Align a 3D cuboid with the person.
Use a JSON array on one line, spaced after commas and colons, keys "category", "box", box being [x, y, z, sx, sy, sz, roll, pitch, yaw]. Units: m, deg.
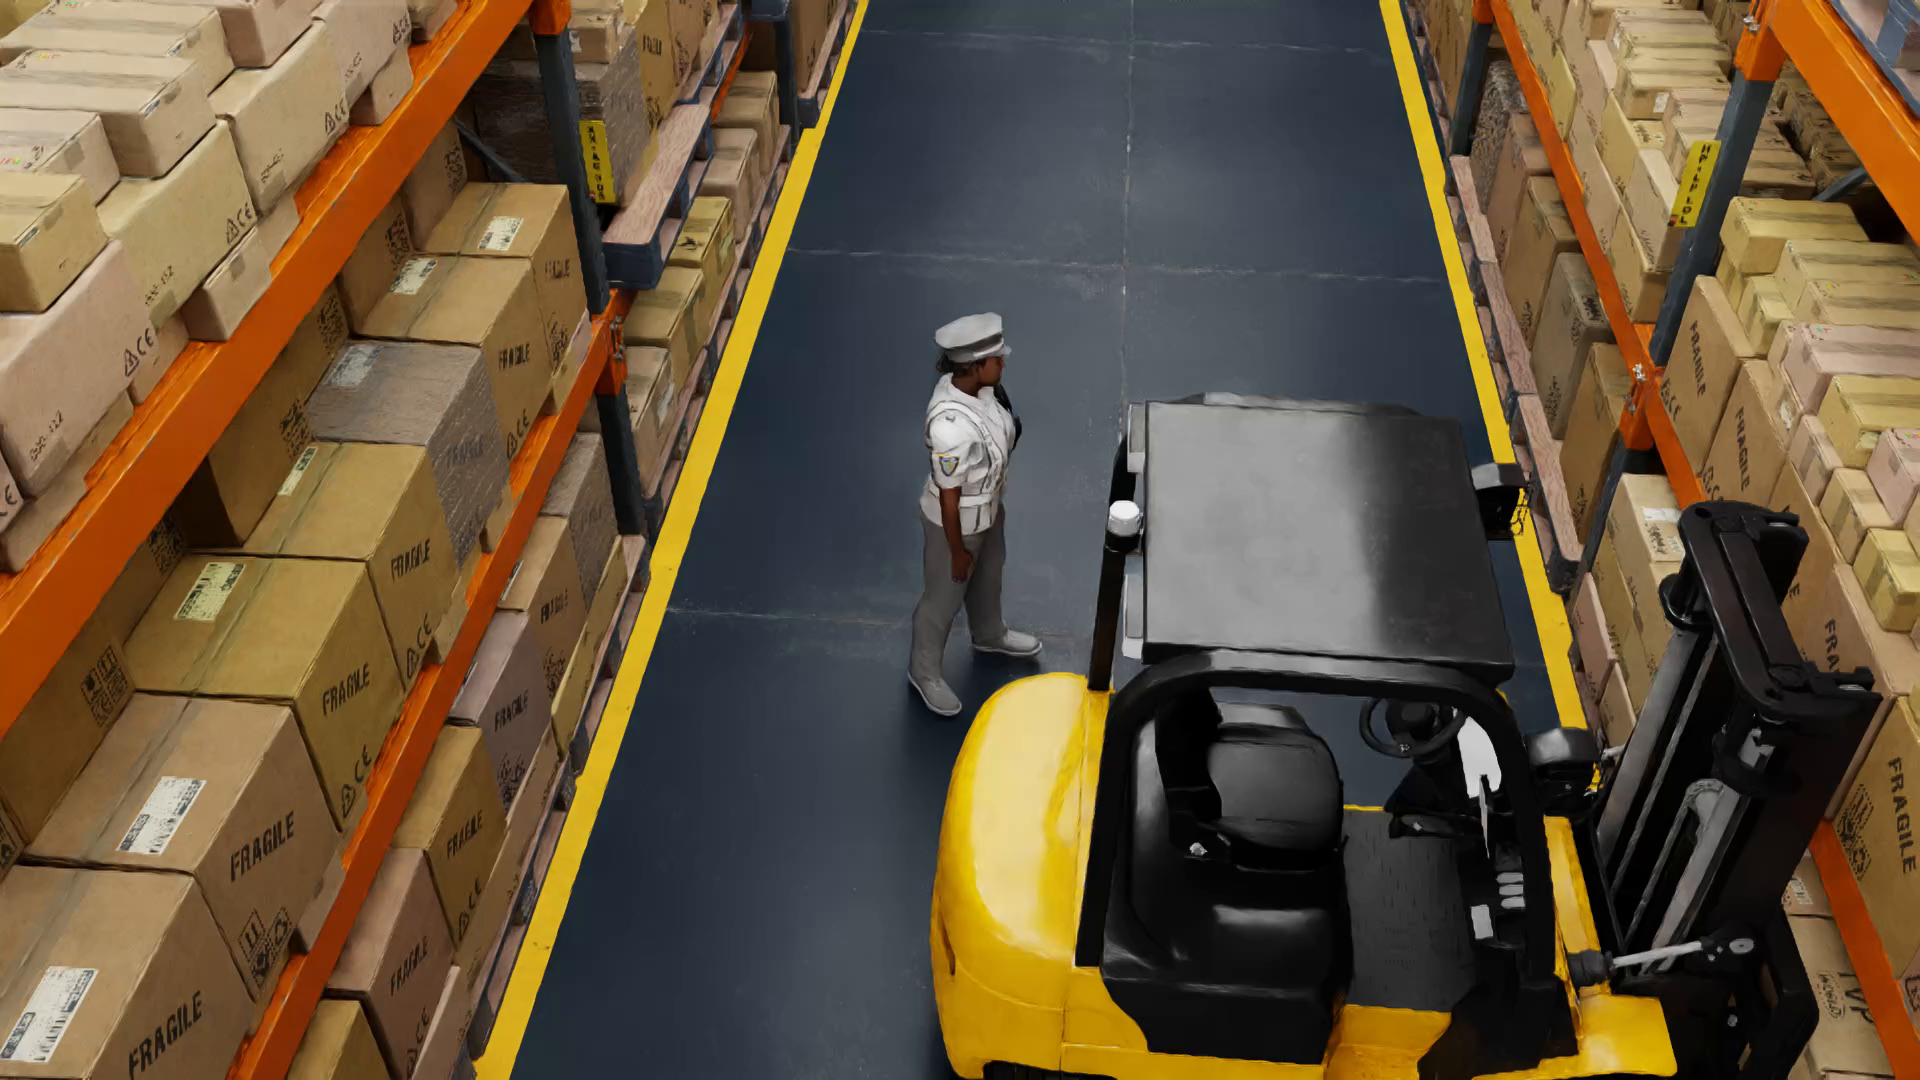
[{"category": "person", "box": [0.057, -0.105, 6.238, 0.482, 1.672, 0.571, 11, 41, 12]}]
